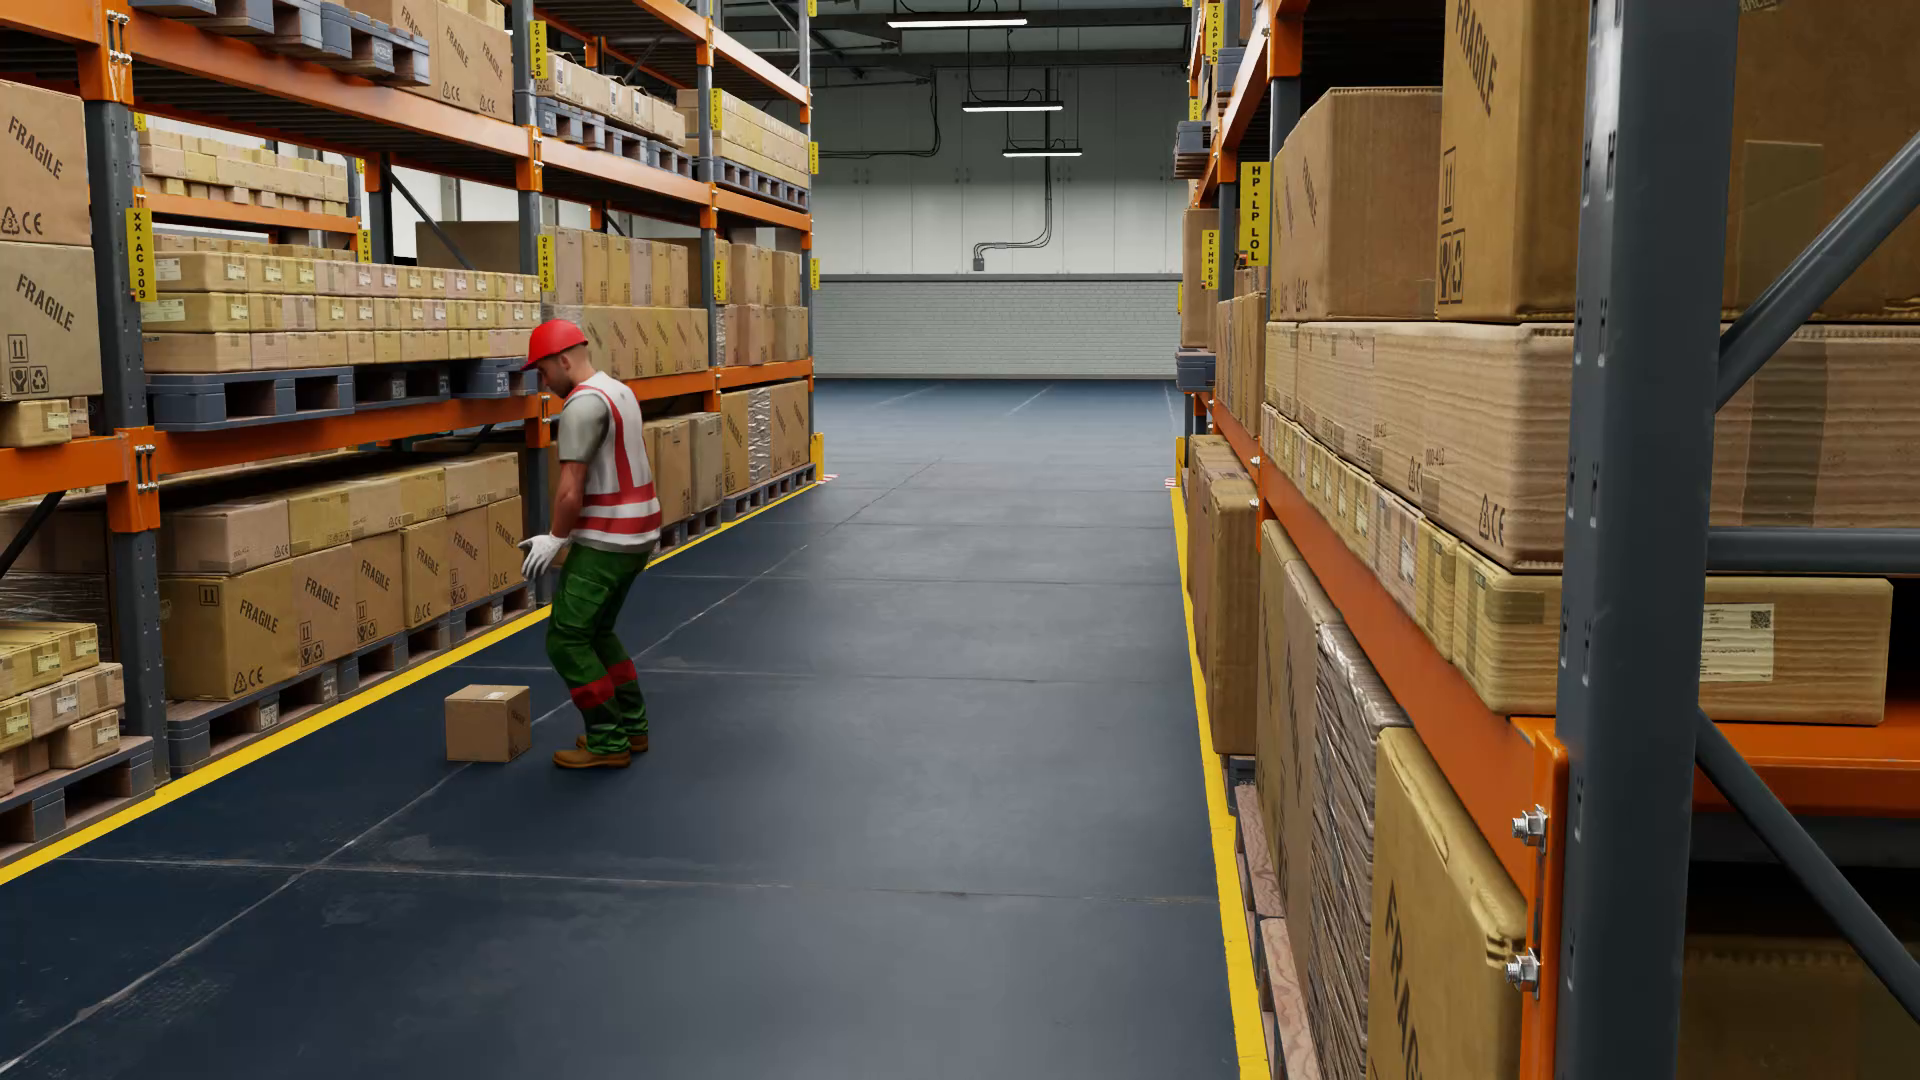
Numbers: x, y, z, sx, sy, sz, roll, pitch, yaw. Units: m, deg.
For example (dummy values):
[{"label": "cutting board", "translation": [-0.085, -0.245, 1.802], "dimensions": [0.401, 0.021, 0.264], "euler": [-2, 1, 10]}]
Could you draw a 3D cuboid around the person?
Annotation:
[{"label": "person", "translation": [-1.421, 0.014, 6.397], "dimensions": [0.496, 1.712, 0.551], "euler": [1, 8, 8]}]
